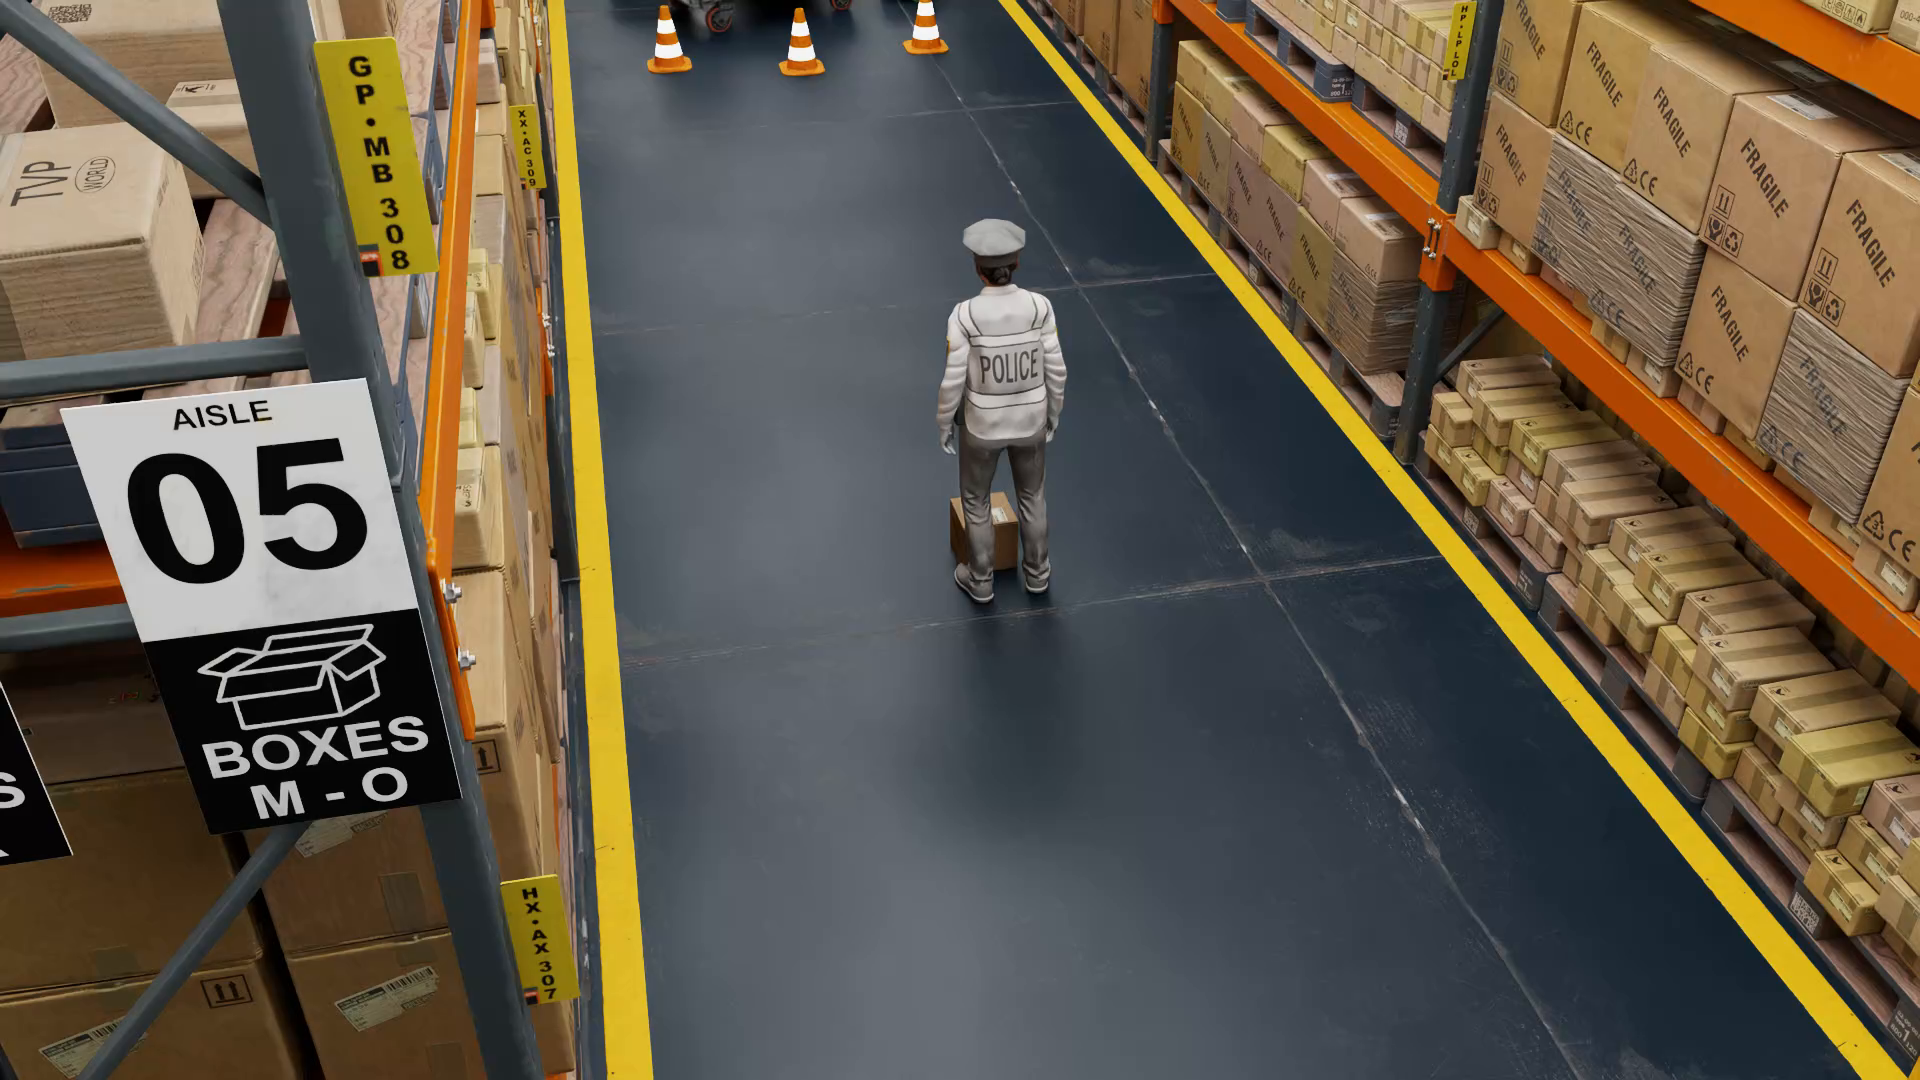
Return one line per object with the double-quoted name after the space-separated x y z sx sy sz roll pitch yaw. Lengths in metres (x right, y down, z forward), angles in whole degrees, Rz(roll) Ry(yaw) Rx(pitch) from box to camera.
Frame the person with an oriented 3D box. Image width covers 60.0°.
0.166 -0.484 6.842 0.532 1.663 0.378 -8 35 -11 "person"
